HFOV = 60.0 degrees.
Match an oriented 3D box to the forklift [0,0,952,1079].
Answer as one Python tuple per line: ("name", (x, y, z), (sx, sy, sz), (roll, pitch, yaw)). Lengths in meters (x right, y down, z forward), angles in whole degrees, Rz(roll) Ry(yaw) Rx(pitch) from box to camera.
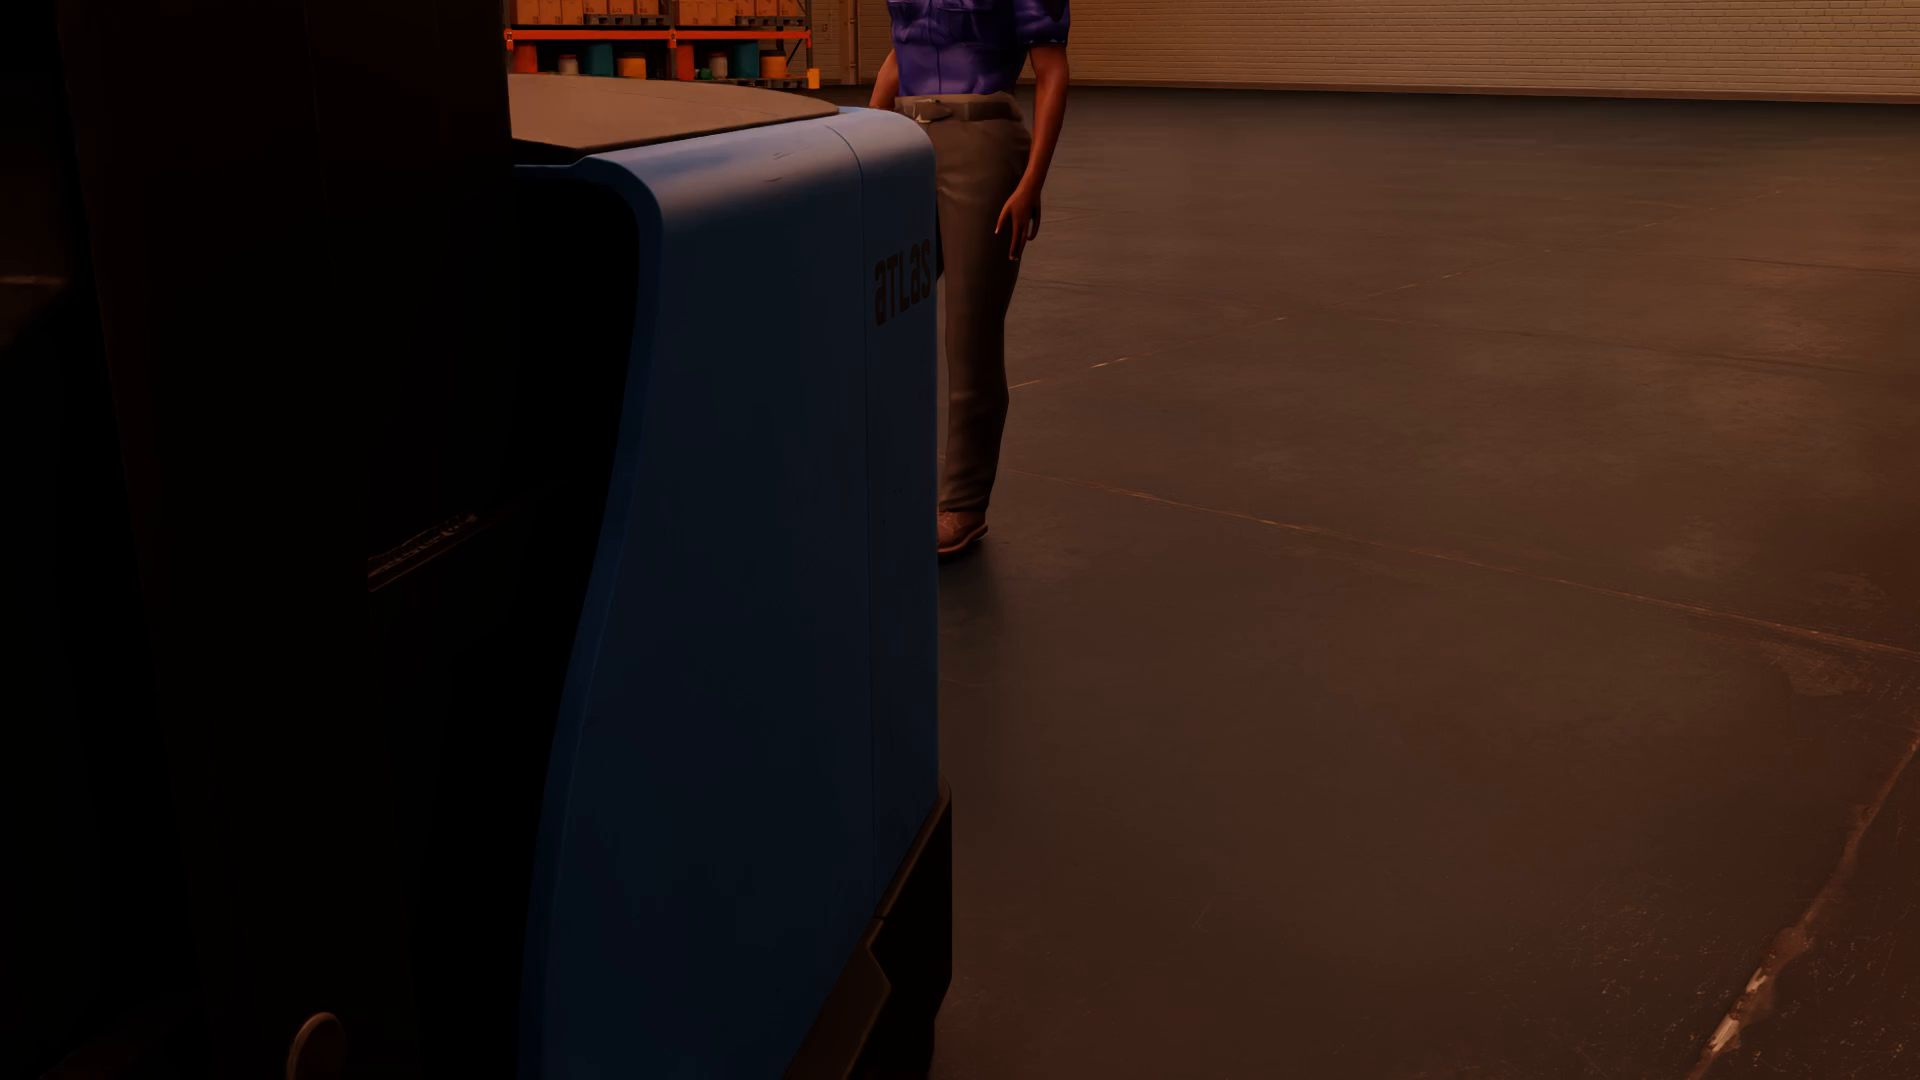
("forklift", (-0.839, -0.444, 0.358), (1.130, 2.935, 3.031), (4, 17, 12))

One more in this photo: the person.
("person", (-0.071, -0.782, 3.647), (0.570, 1.654, 0.504), (13, 21, 37))
